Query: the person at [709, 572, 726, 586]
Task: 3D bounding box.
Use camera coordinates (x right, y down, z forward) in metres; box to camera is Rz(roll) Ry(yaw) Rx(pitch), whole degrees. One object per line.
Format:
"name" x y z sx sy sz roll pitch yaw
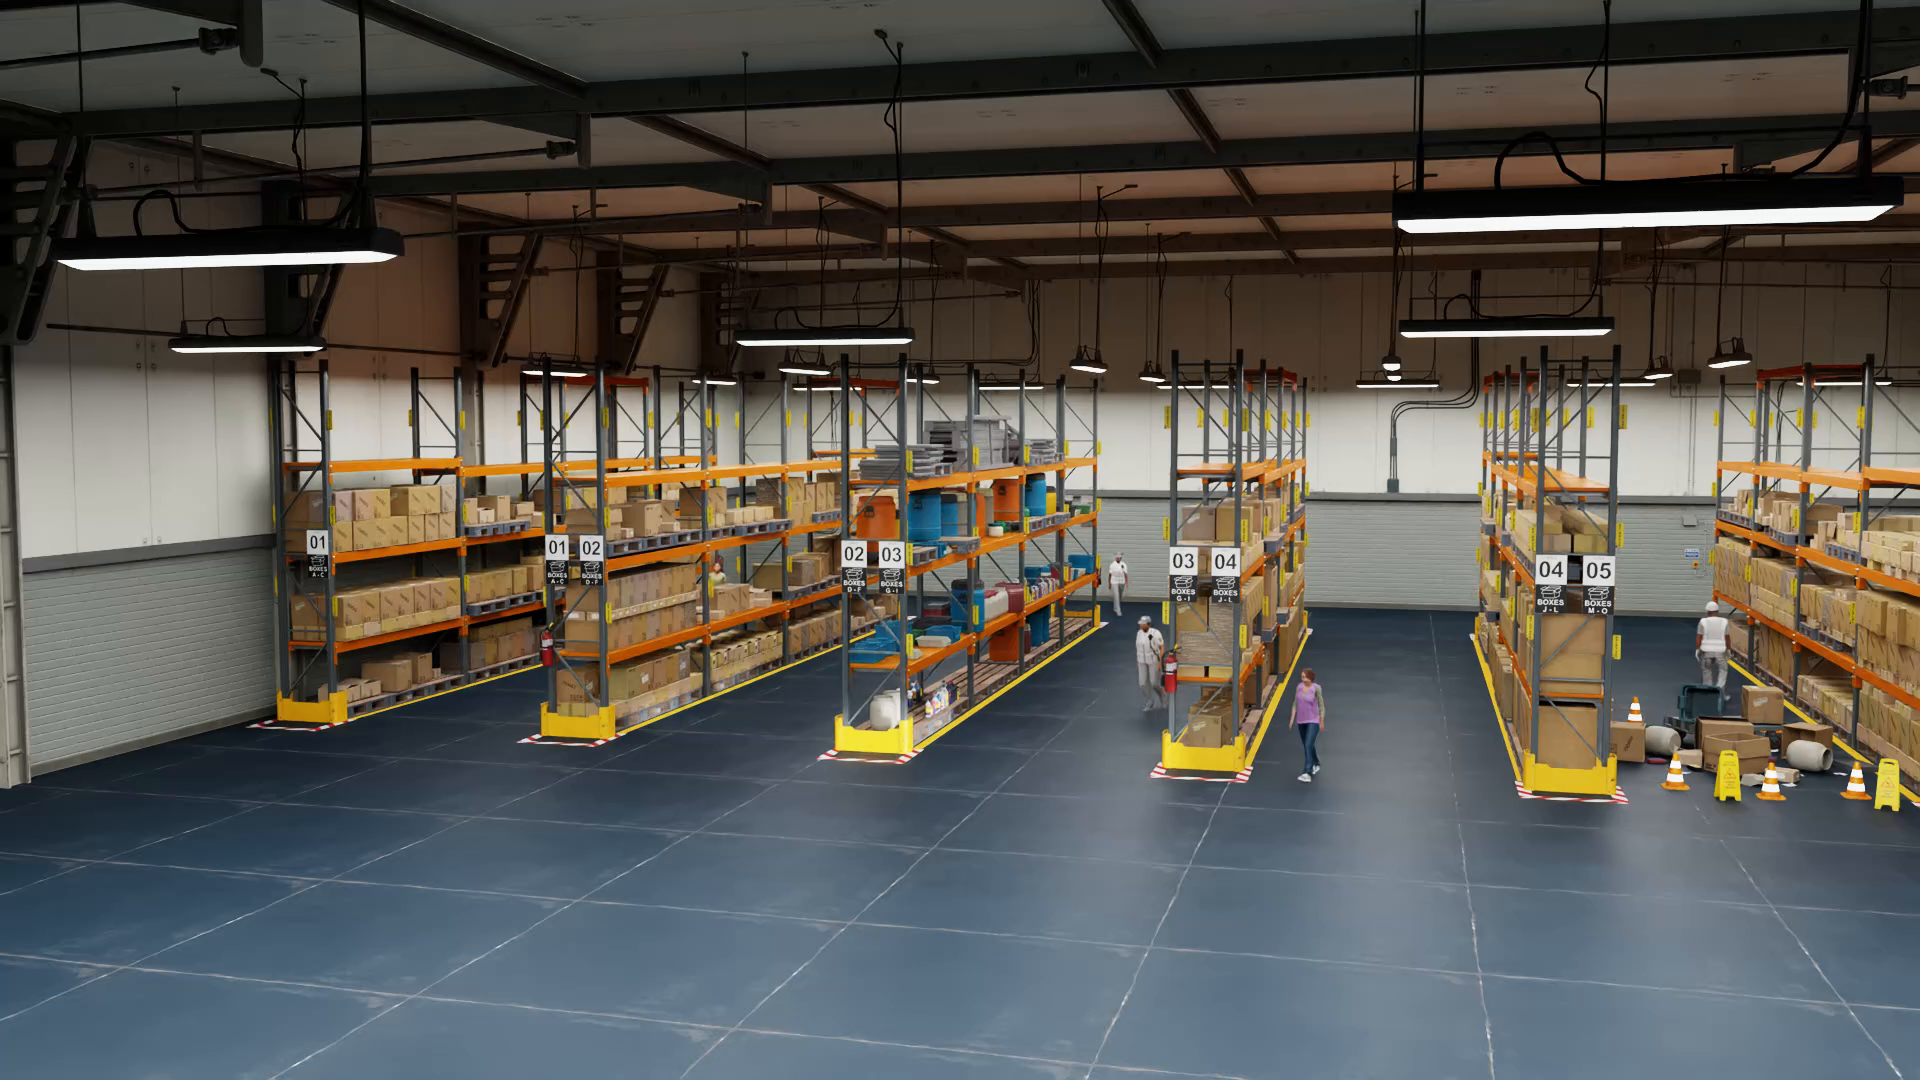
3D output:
"person" -5.843 1.416 39.880 0.432 1.303 0.935 1 4 11

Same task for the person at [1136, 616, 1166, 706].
"person" 3.272 2.085 28.744 0.529 1.570 0.507 3 5 34

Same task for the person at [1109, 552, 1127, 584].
"person" 4.061 0.716 42.516 0.434 0.816 0.320 -1 4 -13

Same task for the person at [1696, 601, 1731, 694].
"person" 13.411 1.964 29.598 0.578 1.724 0.471 1 4 15

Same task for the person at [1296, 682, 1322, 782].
"person" 4.866 2.659 23.195 0.831 1.336 0.420 -4 5 -41
